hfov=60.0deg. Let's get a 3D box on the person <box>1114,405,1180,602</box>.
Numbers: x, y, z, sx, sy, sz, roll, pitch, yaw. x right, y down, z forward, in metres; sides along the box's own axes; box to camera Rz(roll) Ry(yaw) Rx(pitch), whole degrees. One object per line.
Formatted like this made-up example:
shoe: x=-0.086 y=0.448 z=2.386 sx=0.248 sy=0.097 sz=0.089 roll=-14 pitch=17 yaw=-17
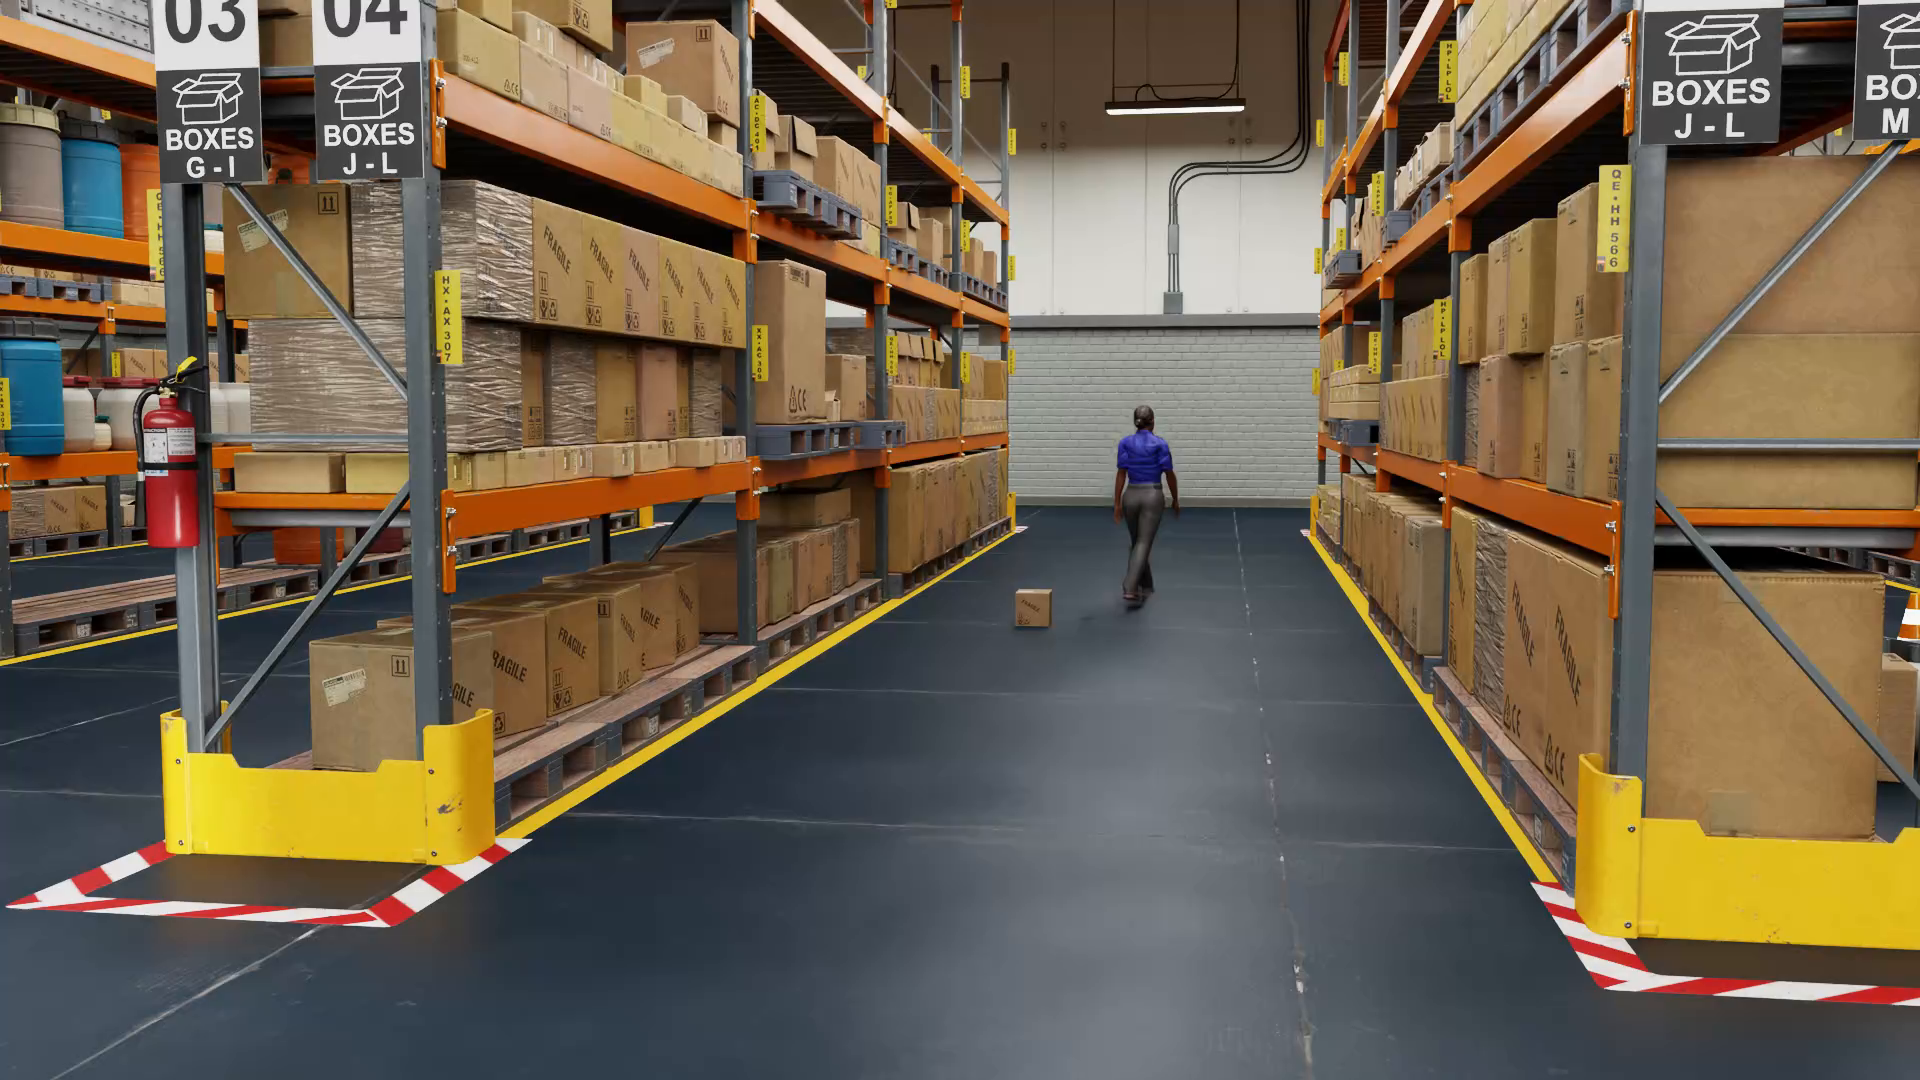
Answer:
person: x=1.562 y=-0.318 z=13.741 sx=0.466 sy=1.596 sz=1.002 roll=2 pitch=5 yaw=27
